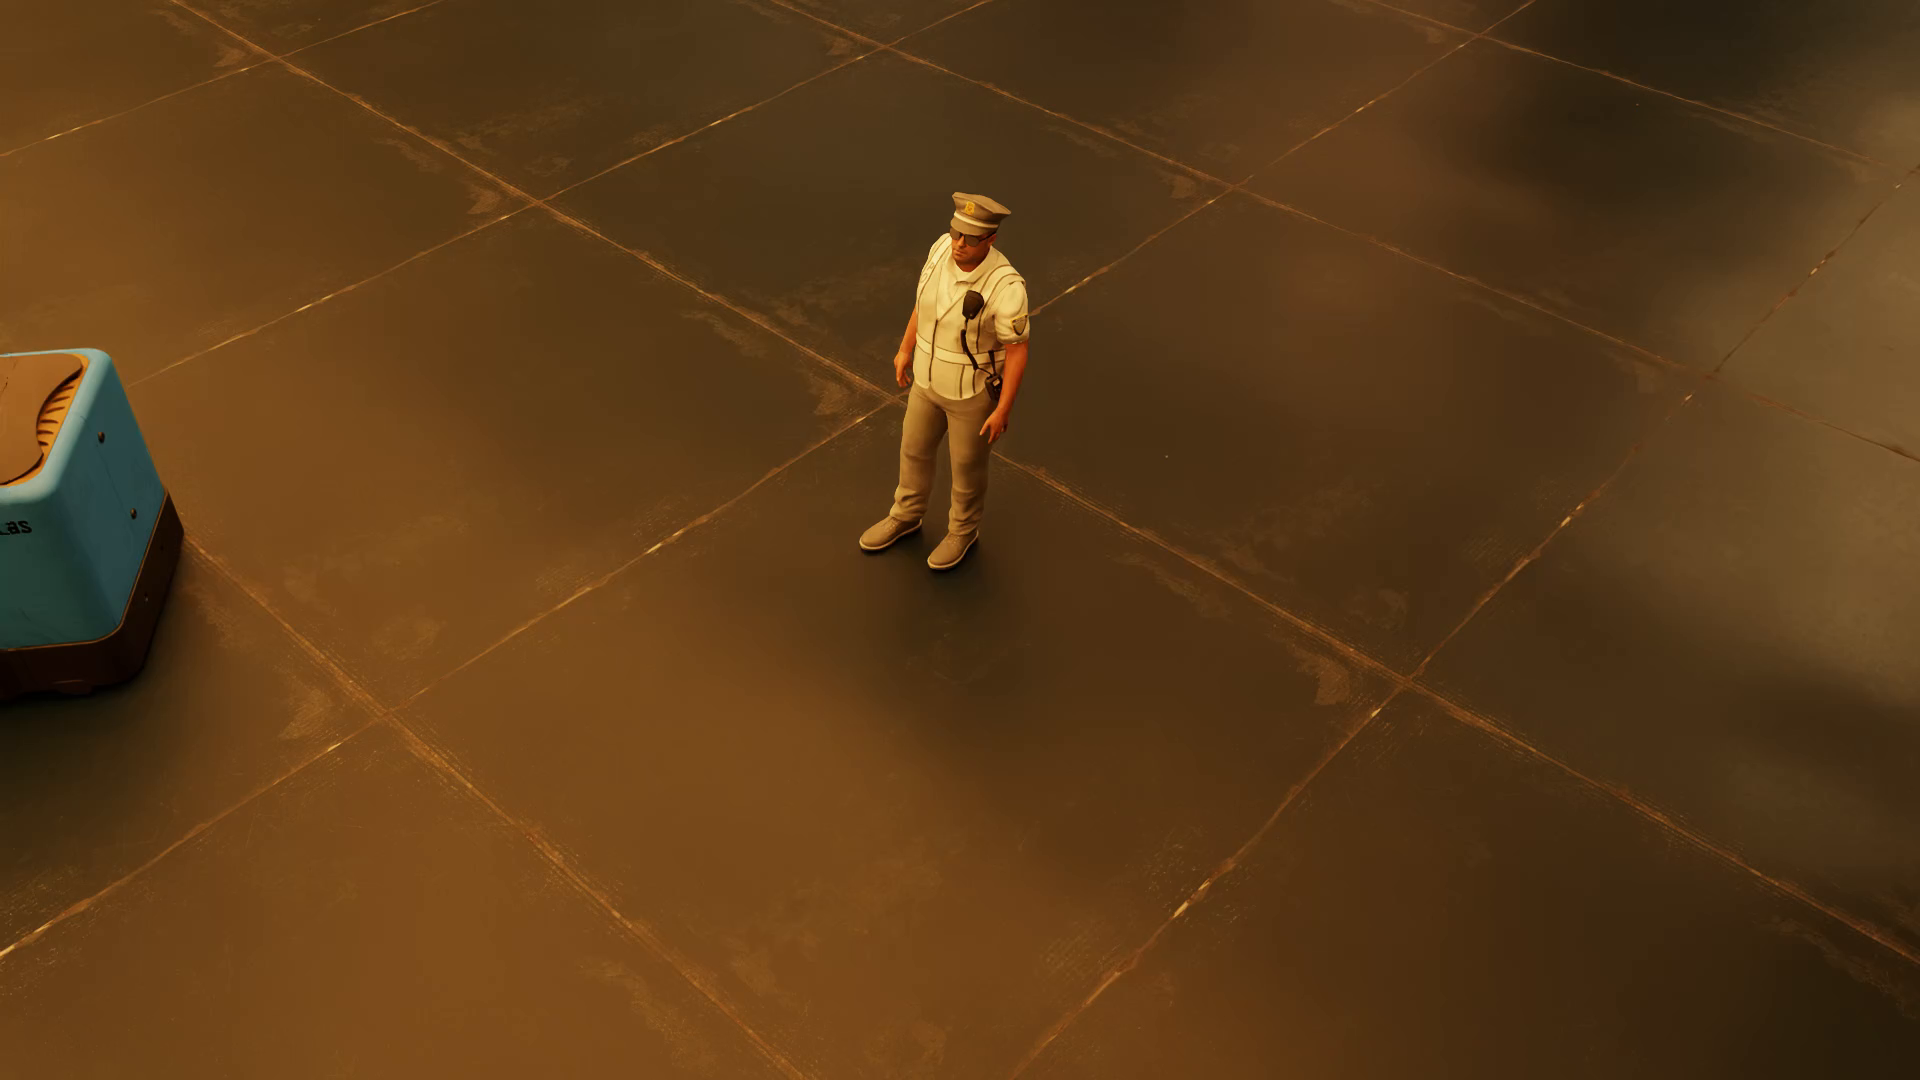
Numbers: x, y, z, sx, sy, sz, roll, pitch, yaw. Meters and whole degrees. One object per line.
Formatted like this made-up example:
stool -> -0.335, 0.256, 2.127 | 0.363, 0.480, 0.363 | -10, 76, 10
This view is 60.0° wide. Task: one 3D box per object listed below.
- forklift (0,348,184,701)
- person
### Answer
forklift -> -4.984, -0.669, 6.208 | 3.031, 2.935, 1.130 | -5, 41, -6
person -> -0.061, -0.649, 7.058 | 0.640, 1.778, 0.575 | 31, 49, 31
